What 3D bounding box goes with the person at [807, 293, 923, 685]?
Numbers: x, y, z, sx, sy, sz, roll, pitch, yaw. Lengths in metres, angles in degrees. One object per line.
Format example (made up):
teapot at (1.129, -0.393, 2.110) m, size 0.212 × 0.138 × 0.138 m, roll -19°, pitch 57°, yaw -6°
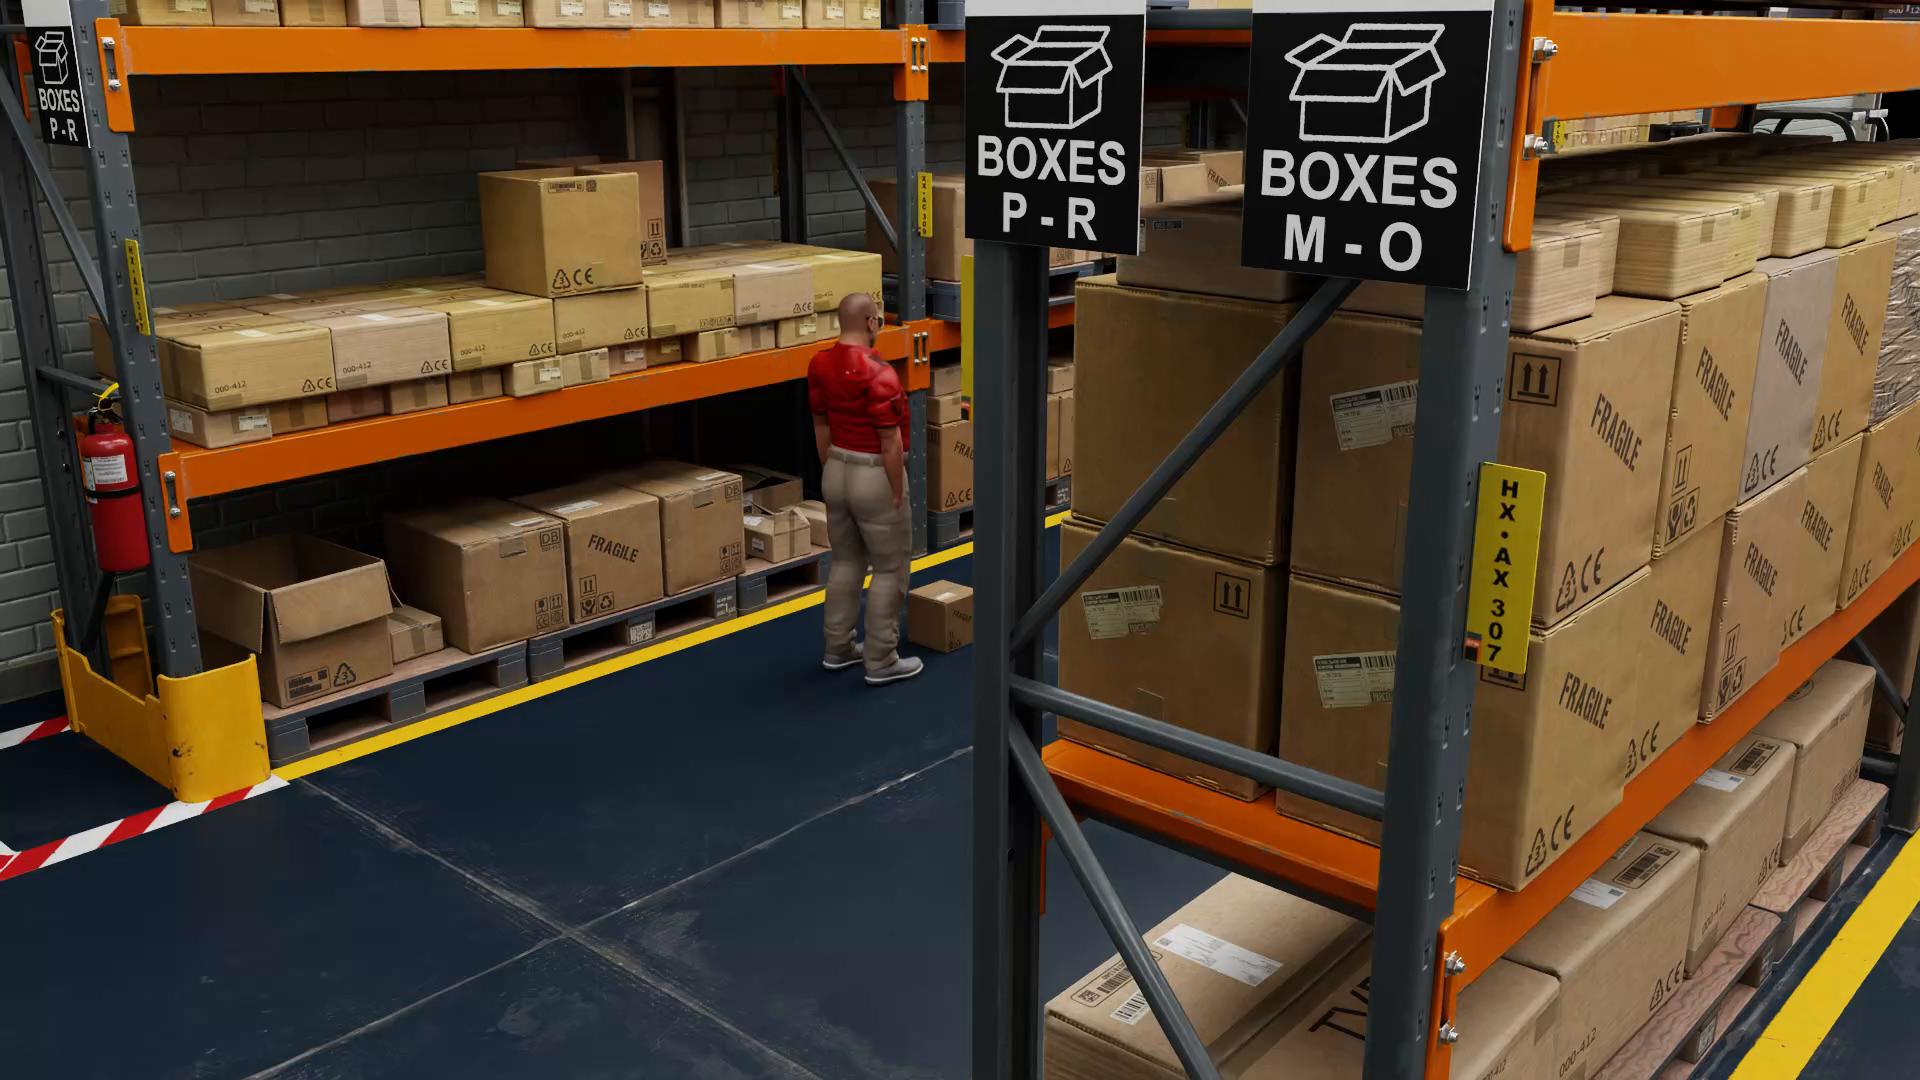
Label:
person at (-0.416, -0.237, 7.374) m, size 0.528 × 1.722 × 0.360 m, roll 15°, pitch 22°, yaw 41°
